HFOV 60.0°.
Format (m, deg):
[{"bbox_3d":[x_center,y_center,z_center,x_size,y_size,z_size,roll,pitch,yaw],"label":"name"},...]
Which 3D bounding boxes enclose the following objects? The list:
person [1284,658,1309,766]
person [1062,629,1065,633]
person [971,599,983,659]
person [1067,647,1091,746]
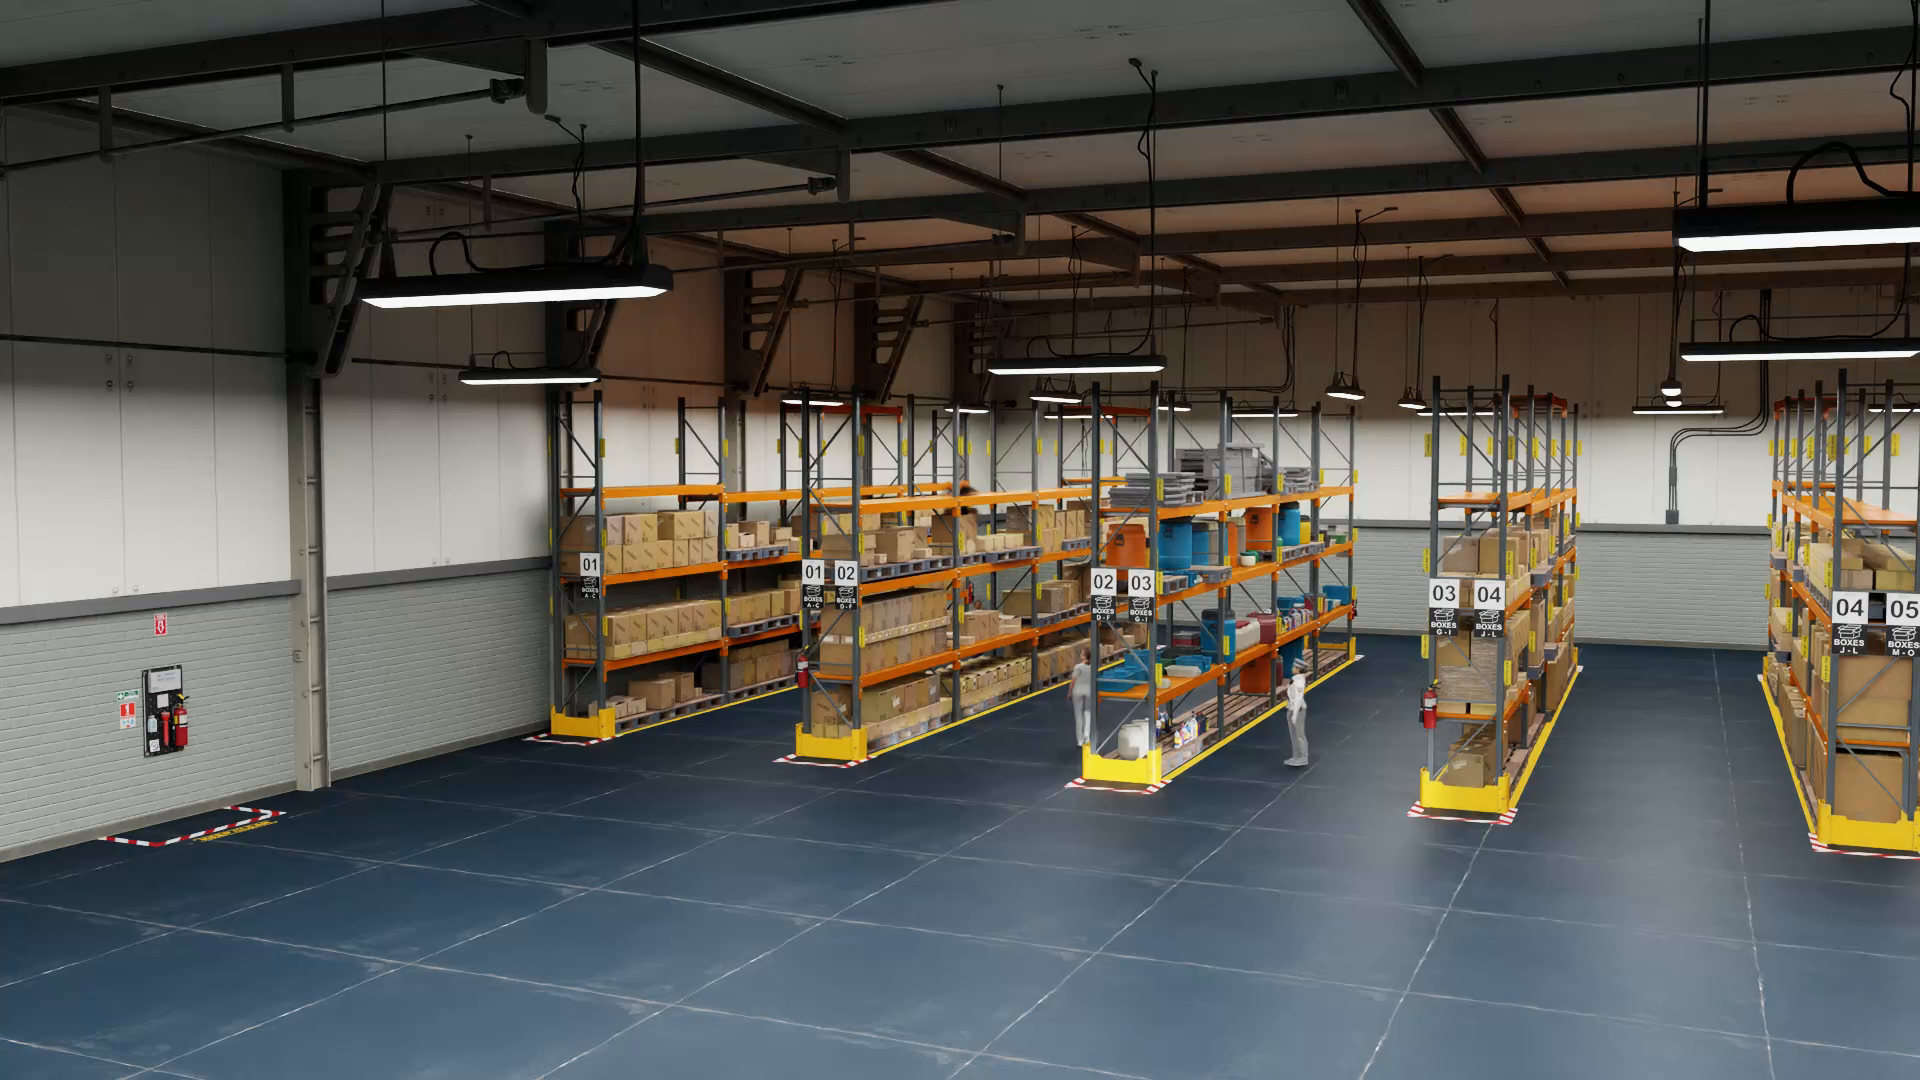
[{"bbox_3d":[5.301,2.708,26.212,0.401,1.701,0.505,-1,3,-11],"label":"person"},{"bbox_3d":[2.640,1.809,43.601,0.438,1.545,0.972,1,3,14],"label":"person"},{"bbox_3d":[0.412,2.139,37.064,0.421,1.649,0.566,2,4,35],"label":"person"},{"bbox_3d":[2.042,2.629,27.922,0.497,1.658,0.474,-1,3,-12],"label":"person"}]
